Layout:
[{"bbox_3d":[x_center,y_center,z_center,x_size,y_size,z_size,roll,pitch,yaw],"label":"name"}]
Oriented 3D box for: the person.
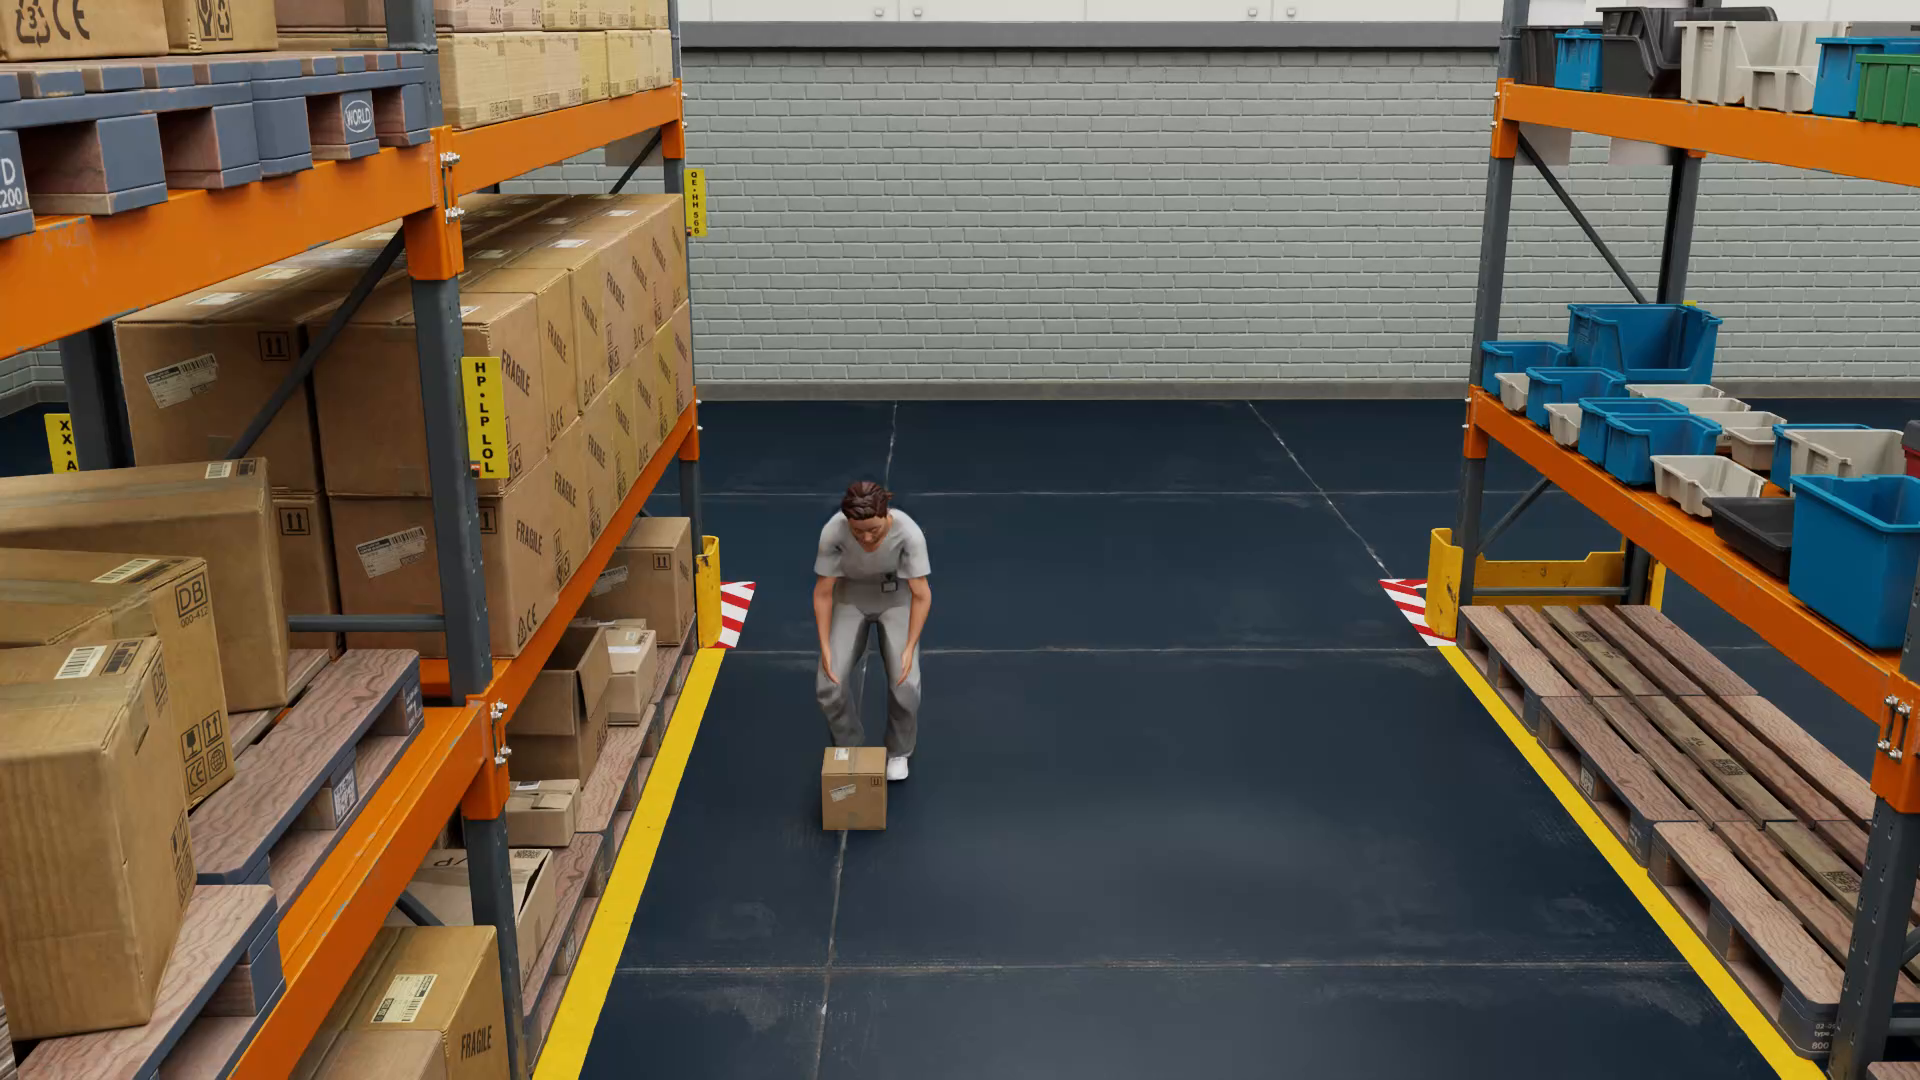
[{"bbox_3d":[-0.351,0.353,6.948,0.491,1.362,0.652,2,17,7],"label":"person"}]
